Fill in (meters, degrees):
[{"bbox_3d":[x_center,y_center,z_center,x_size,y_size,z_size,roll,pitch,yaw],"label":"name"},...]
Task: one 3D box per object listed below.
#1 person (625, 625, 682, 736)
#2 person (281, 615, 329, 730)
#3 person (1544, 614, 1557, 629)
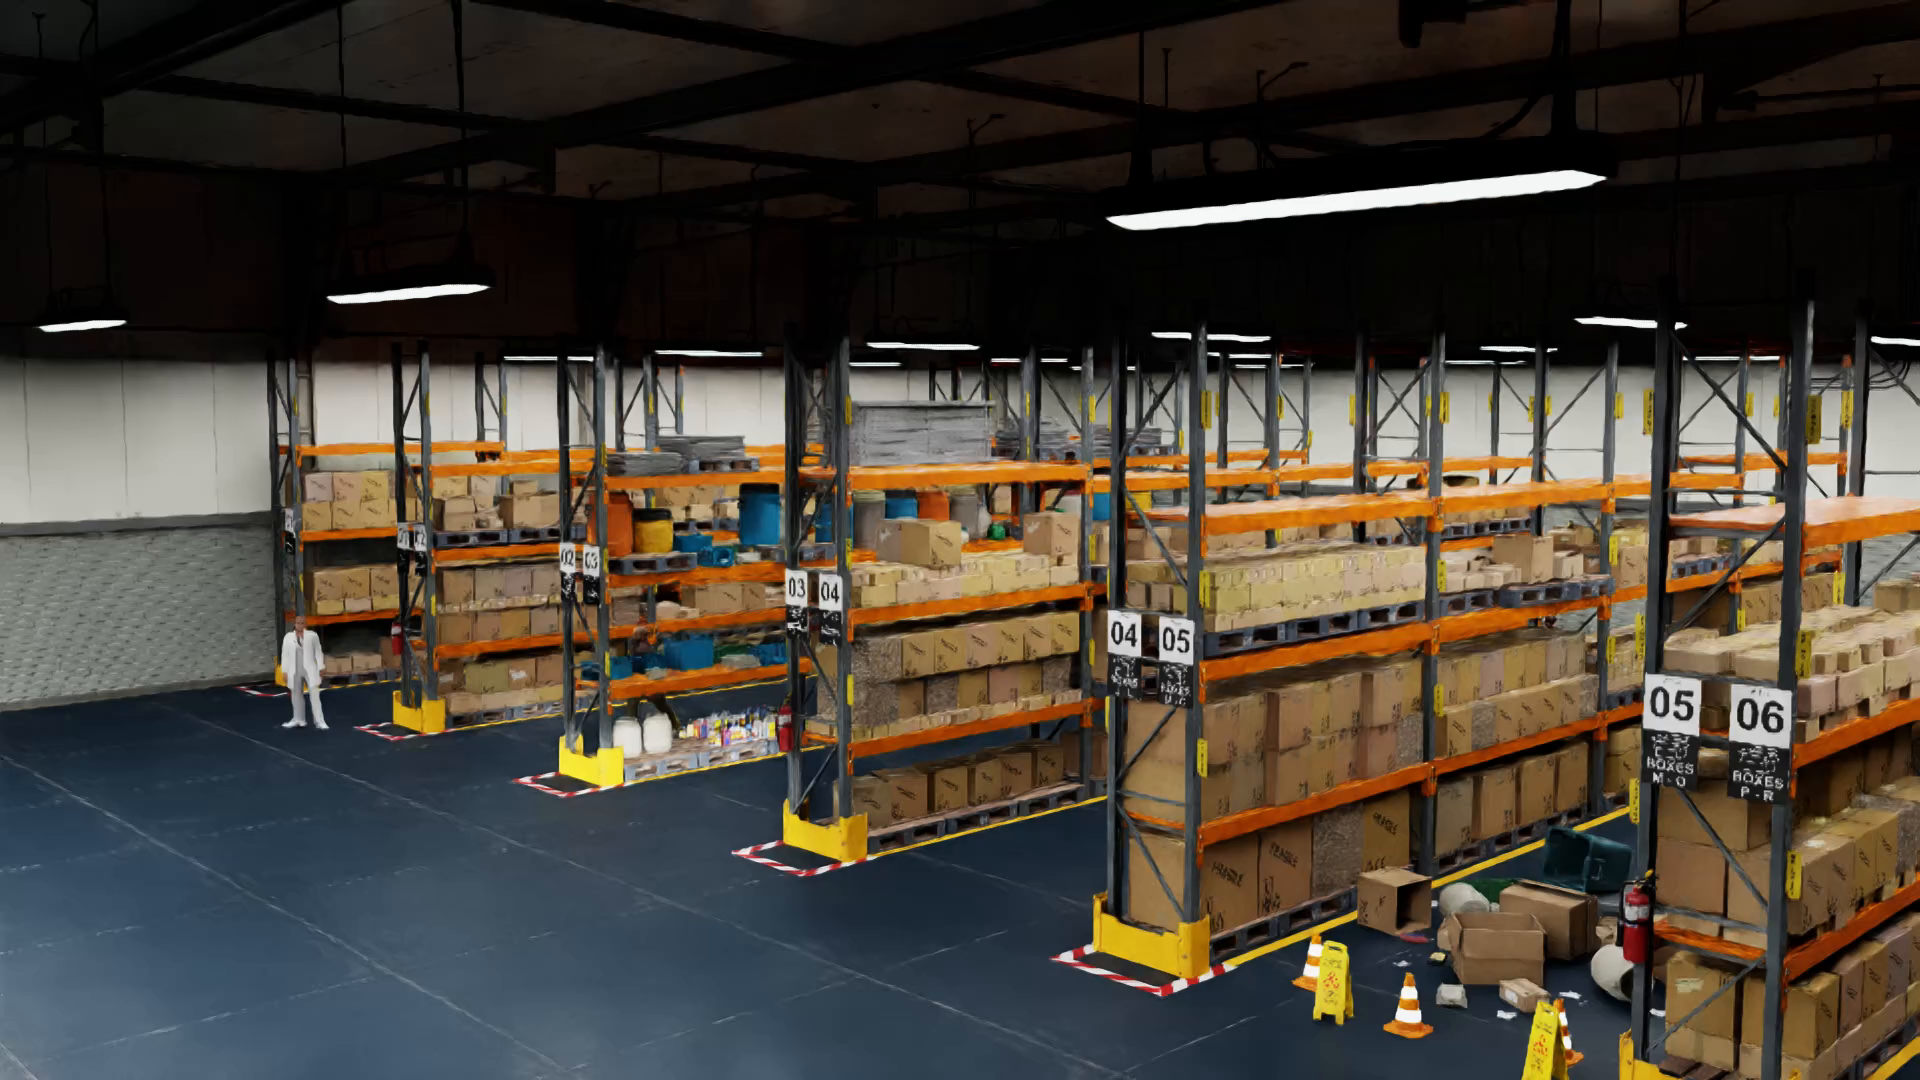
[{"bbox_3d":[-4.720,2.137,25.118,1.046,1.730,0.630,-2,5,-23],"label":"person"},{"bbox_3d":[-10.138,2.091,25.736,0.775,1.666,0.576,-1,5,-7],"label":"person"},{"bbox_3d":[9.477,1.996,26.825,0.570,1.666,0.570,-2,5,-18],"label":"person"}]
